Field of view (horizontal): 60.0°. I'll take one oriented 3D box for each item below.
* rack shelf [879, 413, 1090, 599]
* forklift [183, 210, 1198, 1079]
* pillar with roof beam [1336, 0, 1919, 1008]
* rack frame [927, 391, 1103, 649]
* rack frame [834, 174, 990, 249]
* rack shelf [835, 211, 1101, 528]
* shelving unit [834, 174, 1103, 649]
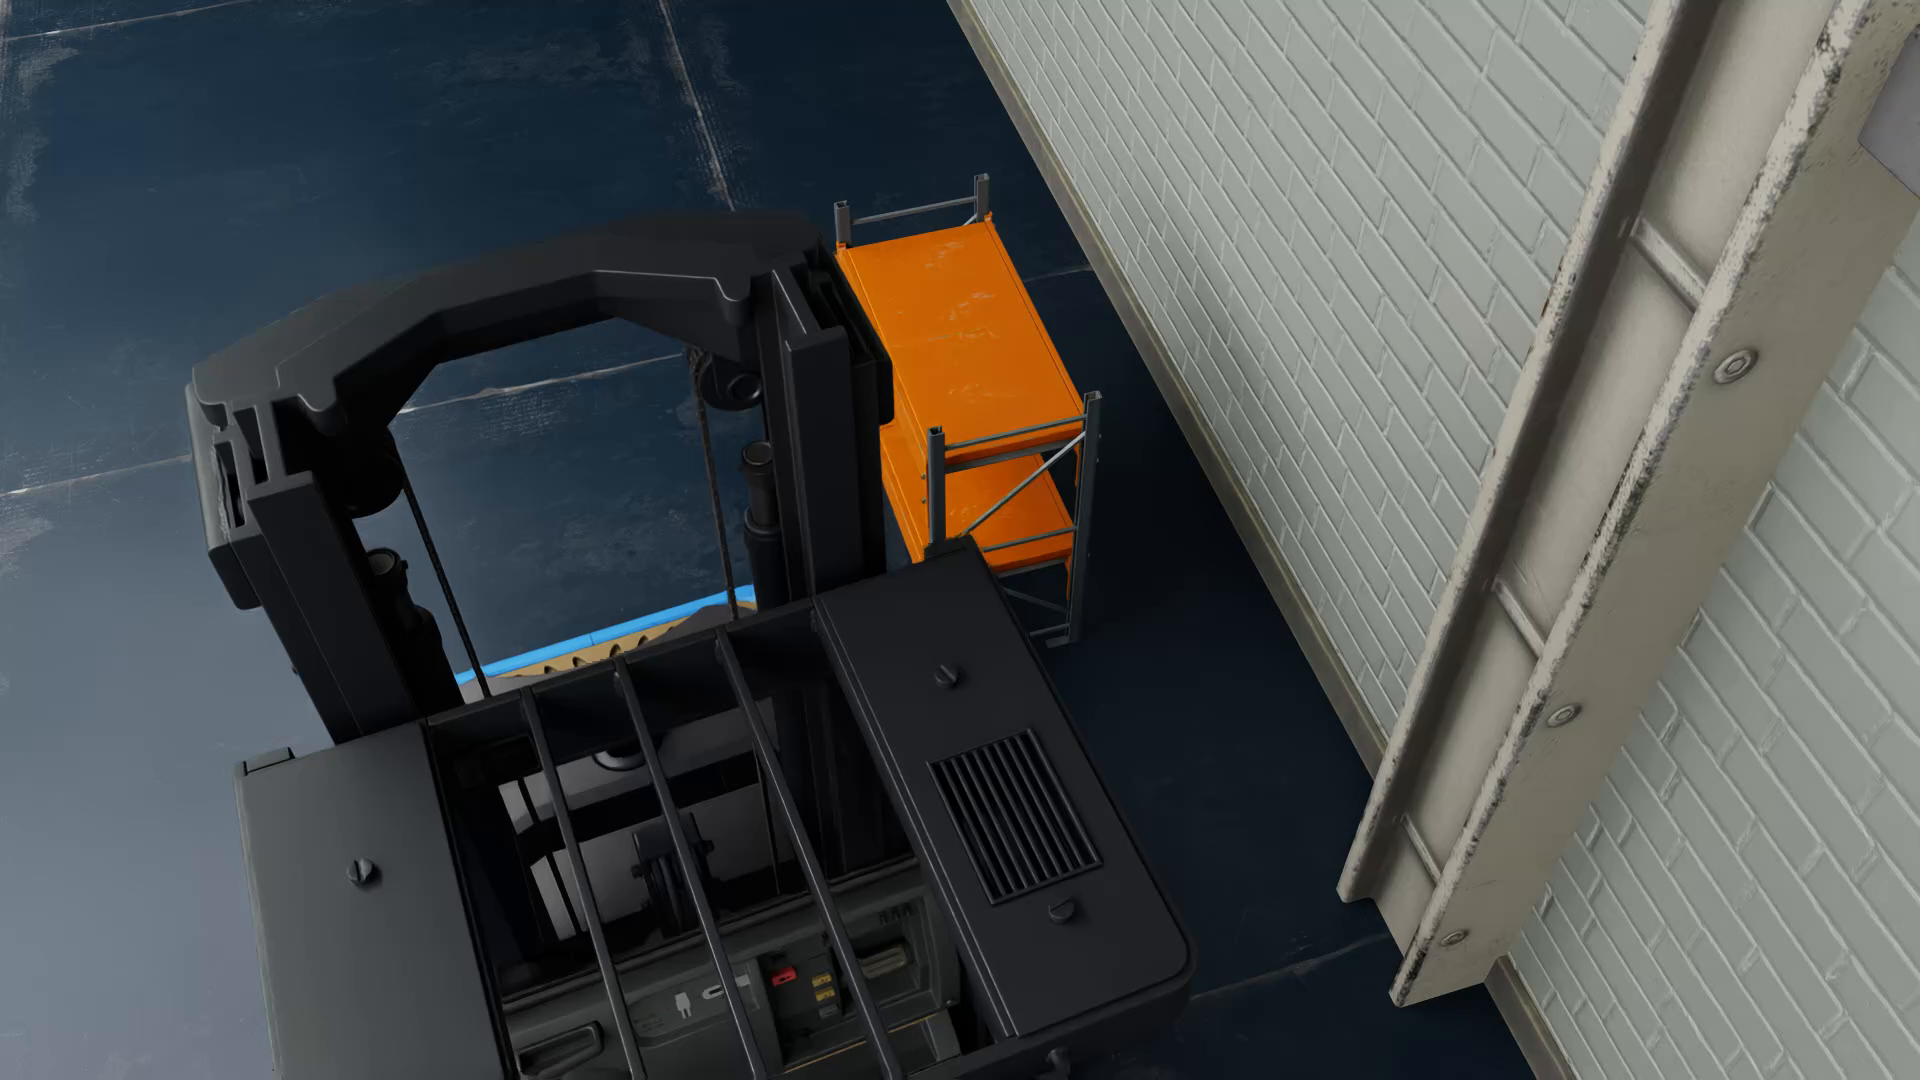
[{"bbox_3d":[0.002,-0.200,5.503,0.538,0.278,1.000,-13,51,-11],"label":"rack shelf"},{"bbox_3d":[-0.366,1.025,2.969,1.130,2.935,3.031,-17,52,-14],"label":"forklift"},{"bbox_3d":[-2.803,-0.798,0.537,9.100,9.000,0.400,-13,51,-11],"label":"pillar with roof beam"},{"bbox_3d":[0.152,0.014,5.003,0.500,1.125,0.032,-13,51,-11],"label":"rack frame"},{"bbox_3d":[-0.148,-0.729,5.629,0.500,1.125,0.032,-13,51,-11],"label":"rack frame"},{"bbox_3d":[0.002,-0.546,5.092,0.538,0.278,1.000,-13,51,-11],"label":"rack shelf"},{"bbox_3d":[0.002,-0.358,5.316,0.538,1.125,1.048,-13,51,-11],"label":"shelving unit"}]
